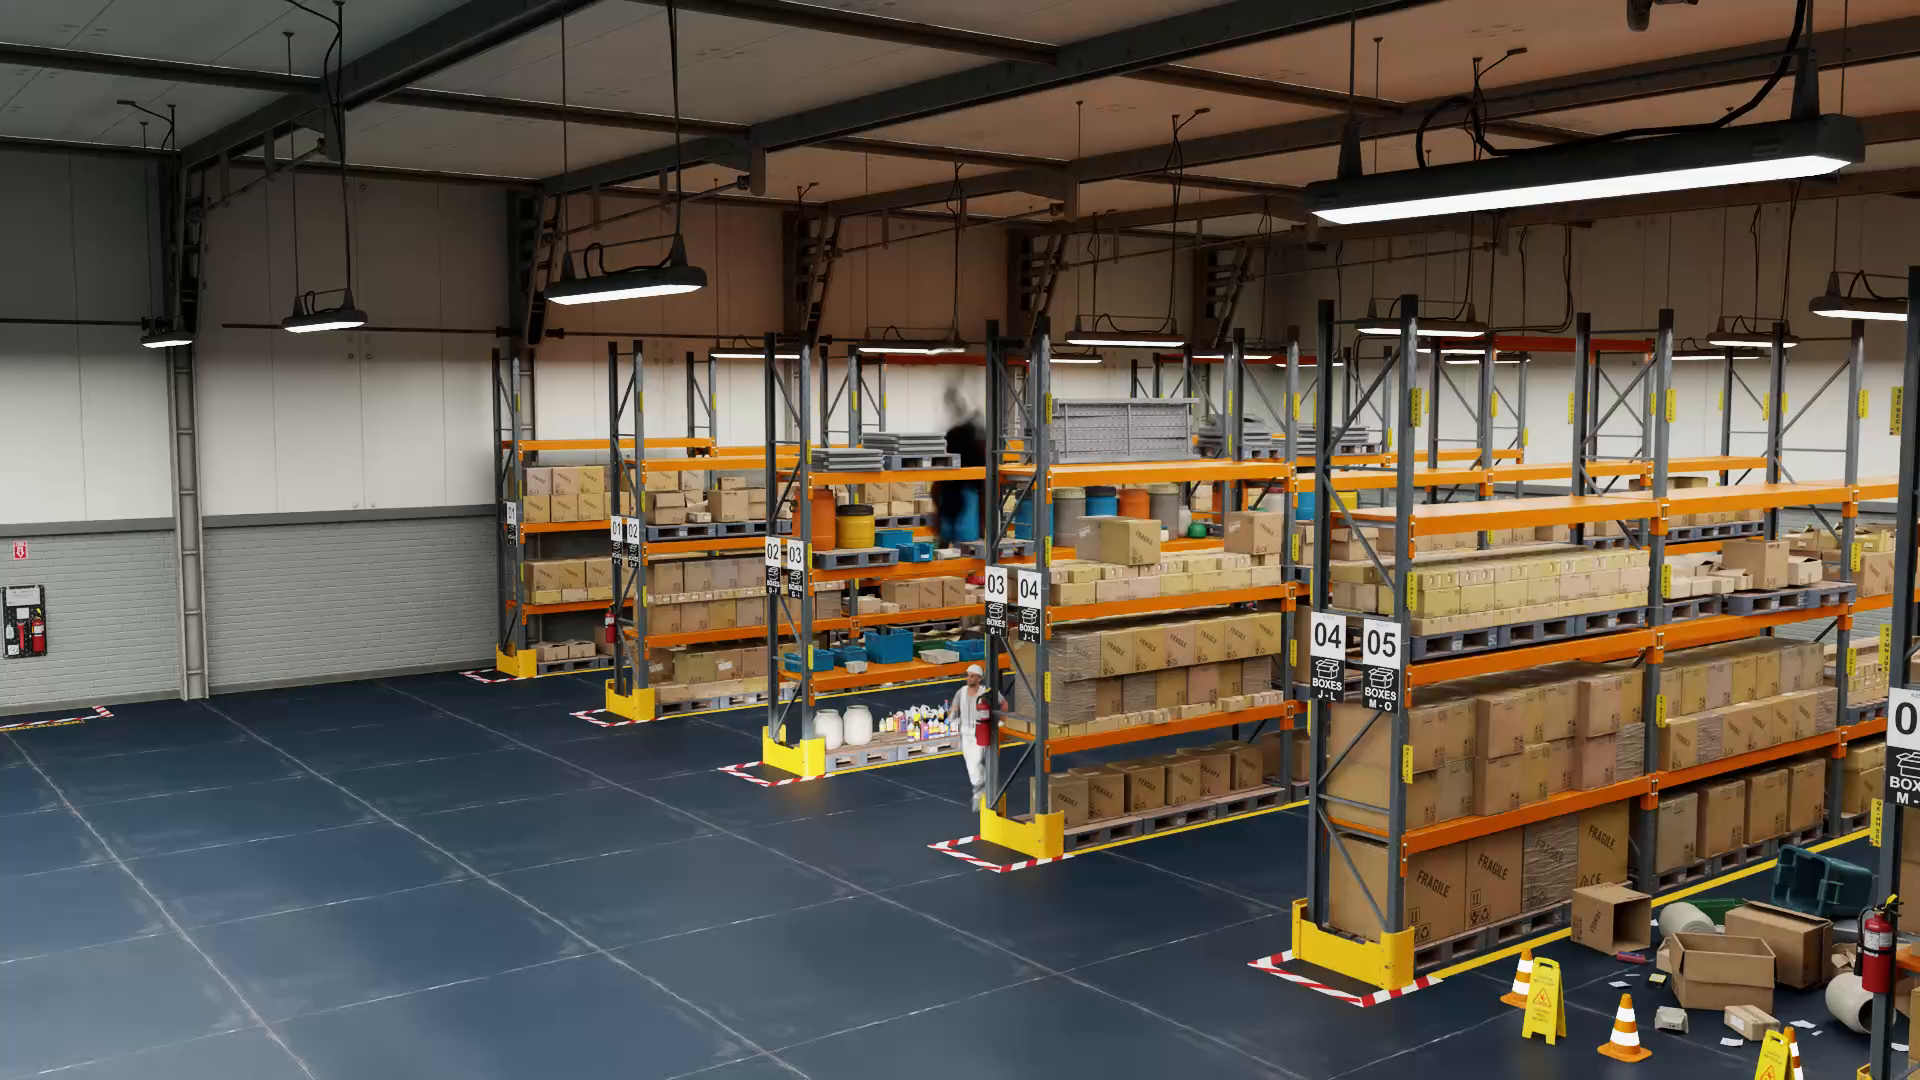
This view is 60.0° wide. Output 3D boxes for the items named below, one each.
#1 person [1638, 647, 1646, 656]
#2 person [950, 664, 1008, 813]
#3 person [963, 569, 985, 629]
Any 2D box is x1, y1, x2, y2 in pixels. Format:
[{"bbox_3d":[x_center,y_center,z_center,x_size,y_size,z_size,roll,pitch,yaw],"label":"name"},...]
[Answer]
[{"bbox_3d":[9.790,2.290,23.673,0.628,1.638,0.626,-5,7,-44],"label":"person"},{"bbox_3d":[0.174,2.456,20.685,0.659,1.832,0.752,4,6,38],"label":"person"},{"bbox_3d":[0.319,1.351,33.970,0.822,1.716,0.688,-4,6,-38],"label":"person"}]
